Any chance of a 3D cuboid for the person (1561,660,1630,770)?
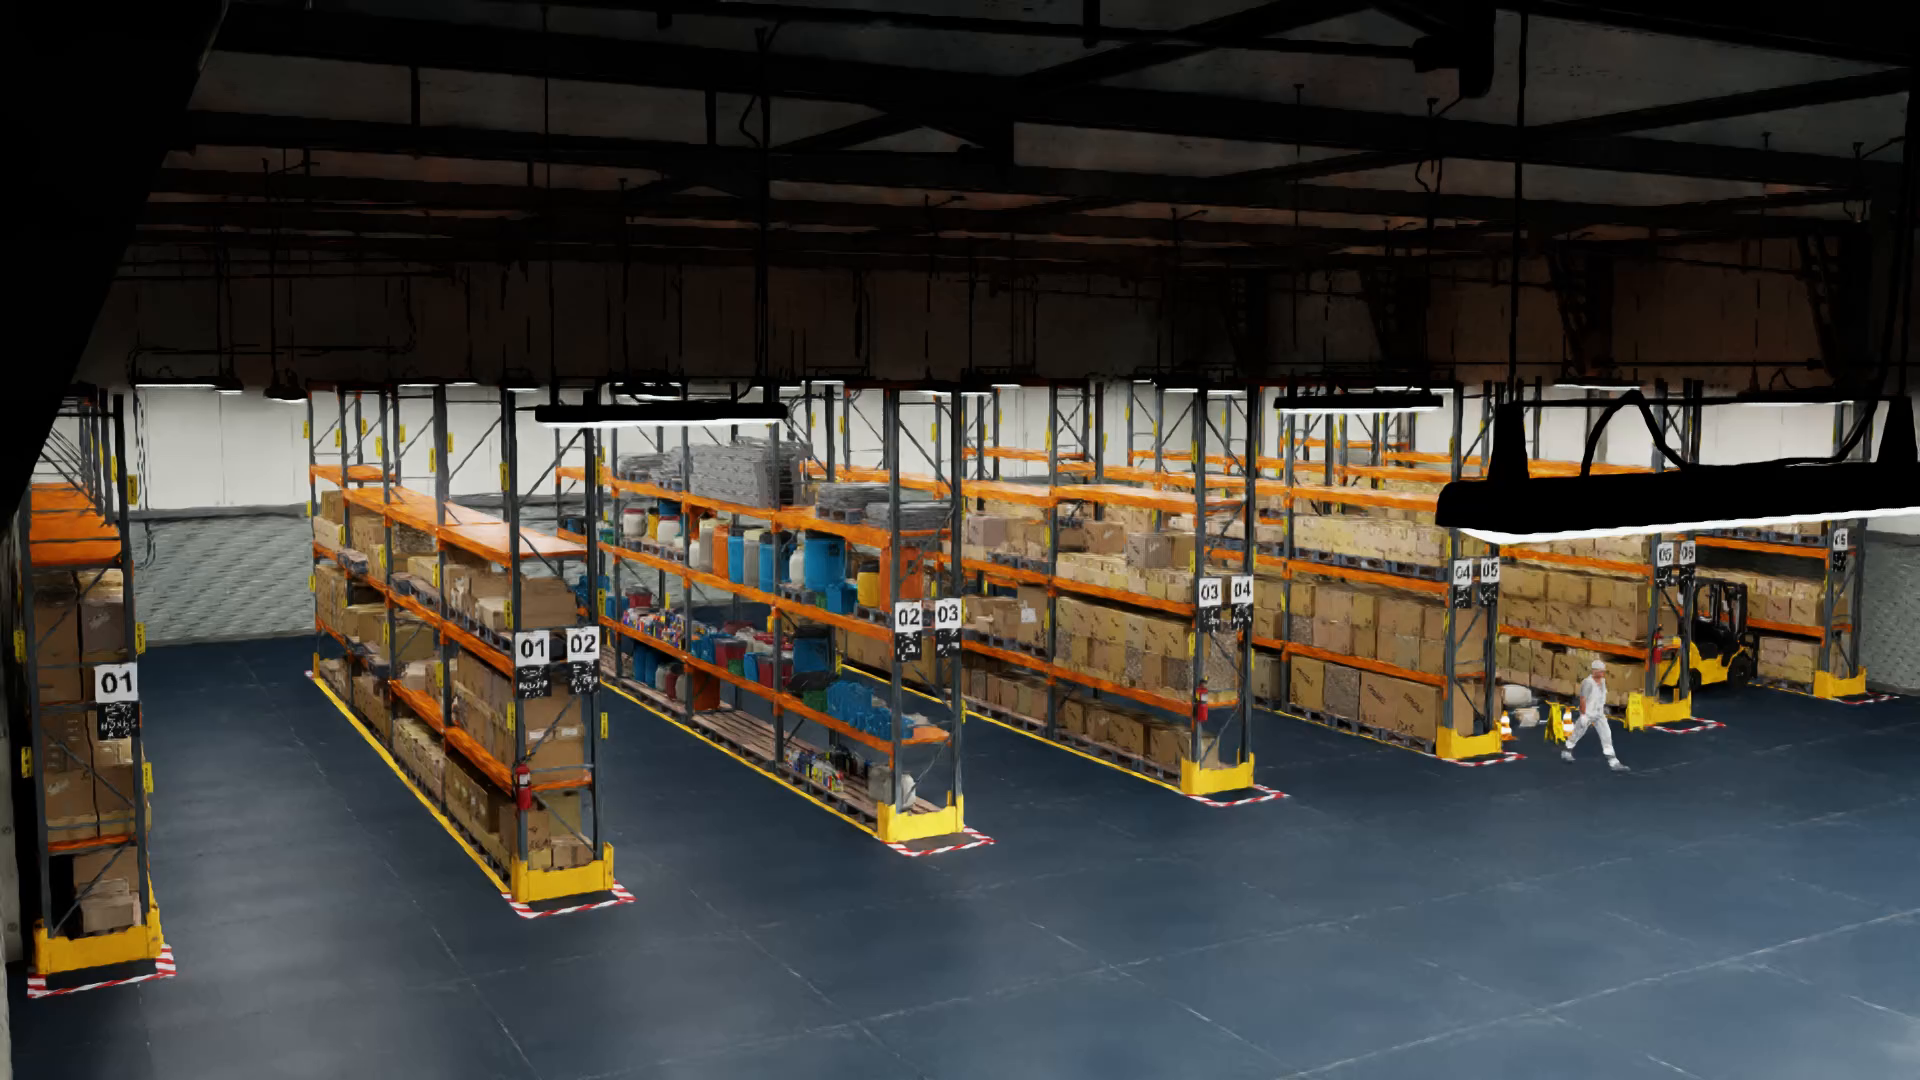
[{"bbox_3d":[9.901,2.709,25.955,0.553,1.709,1.123,-3,7,-27],"label":"person"}]
